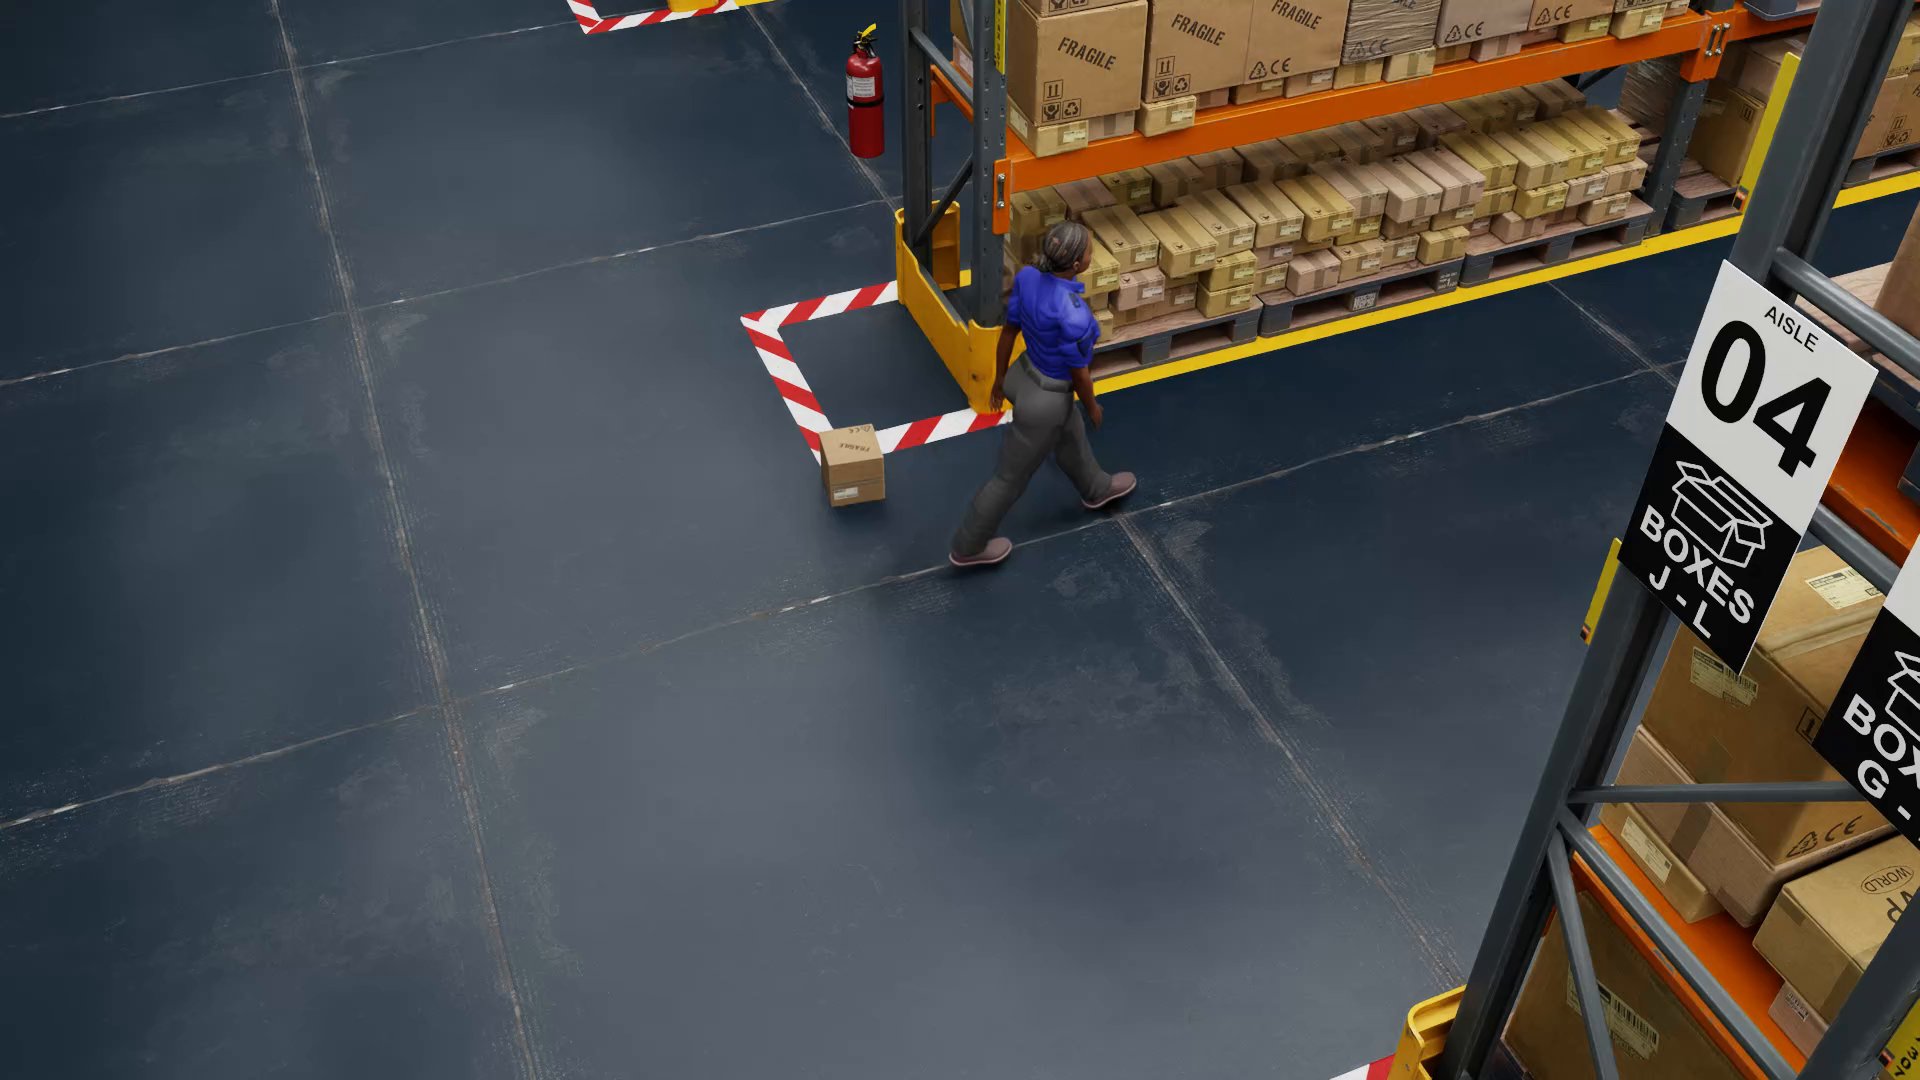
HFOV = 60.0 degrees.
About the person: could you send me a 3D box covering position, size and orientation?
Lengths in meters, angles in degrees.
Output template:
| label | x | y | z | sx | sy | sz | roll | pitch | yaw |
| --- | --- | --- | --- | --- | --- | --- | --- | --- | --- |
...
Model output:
| label | x | y | z | sx | sy | sz | roll | pitch | yaw |
| --- | --- | --- | --- | --- | --- | --- | --- | --- | --- |
| person | 0.405 | -0.615 | 6.836 | 0.991 | 1.589 | 0.444 | -15 | 44 | -16 |
